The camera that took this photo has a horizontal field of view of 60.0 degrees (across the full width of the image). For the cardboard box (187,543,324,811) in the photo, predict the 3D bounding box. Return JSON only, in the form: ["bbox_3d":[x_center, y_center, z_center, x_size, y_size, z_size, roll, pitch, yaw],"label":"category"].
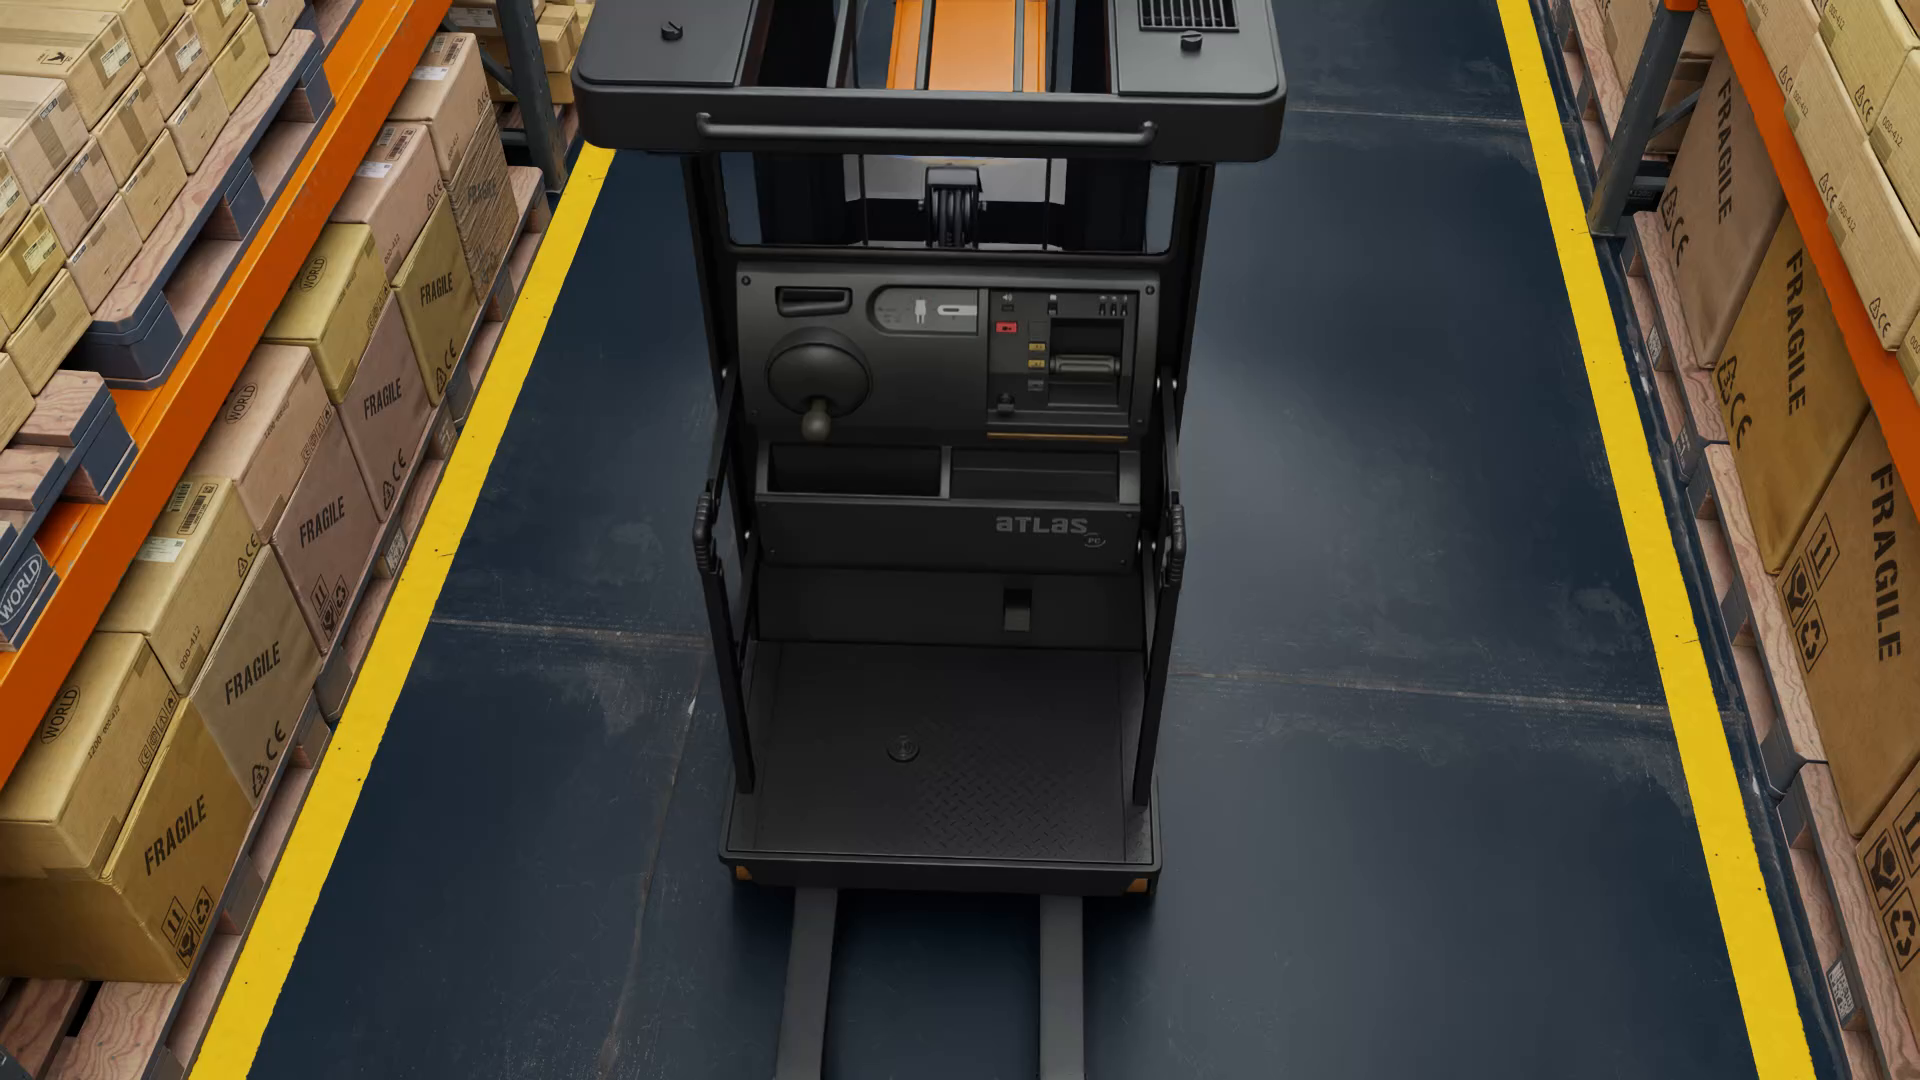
[{"bbox_3d":[-2.050,0.338,4.317,0.500,0.500,0.500,4,48,4],"label":"cardboard box"}]

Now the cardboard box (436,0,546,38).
[{"bbox_3d":[-1.809,-2.050,6.337,0.380,0.149,0.250,6,48,5],"label":"cardboard box"}]

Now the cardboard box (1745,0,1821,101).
[{"bbox_3d":[2.543,-1.436,4.632,0.500,0.250,0.500,3,48,3],"label":"cardboard box"}]

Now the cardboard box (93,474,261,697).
[{"bbox_3d":[-2.061,0.094,4.032,0.500,0.250,0.500,3,48,3],"label":"cardboard box"}]

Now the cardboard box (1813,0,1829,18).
[{"bbox_3d":[2.552,-1.601,4.444,0.500,0.250,0.500,5,48,4],"label":"cardboard box"}]

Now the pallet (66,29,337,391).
[{"bbox_3d":[-2.272,-0.884,4.156,1.003,0.211,1.213,4,48,4],"label":"pallet"}]

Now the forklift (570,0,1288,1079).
[{"bbox_3d":[-0.034,-0.310,3.548,1.130,2.935,3.031,2,48,1],"label":"forklift"}]

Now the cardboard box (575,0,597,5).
[{"bbox_3d":[-1.698,-2.238,6.912,0.380,0.149,0.250,4,48,3],"label":"cardboard box"}]

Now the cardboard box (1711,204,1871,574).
[{"bbox_3d":[2.841,-0.472,4.804,0.875,0.875,0.875,5,48,5],"label":"cardboard box"}]

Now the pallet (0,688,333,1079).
[{"bbox_3d":[-2.338,0.876,4.306,1.003,0.211,1.213,4,48,4],"label":"pallet"}]

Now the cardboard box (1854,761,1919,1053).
[{"bbox_3d":[2.673,0.841,3.604,0.875,0.875,0.875,3,48,3],"label":"cardboard box"}]

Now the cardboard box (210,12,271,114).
[{"bbox_3d":[-2.001,-1.225,4.223,0.380,0.149,0.250,6,48,5],"label":"cardboard box"}]

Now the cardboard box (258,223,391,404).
[{"bbox_3d":[-1.957,-0.651,4.714,0.500,0.250,0.500,2,48,2],"label":"cardboard box"}]

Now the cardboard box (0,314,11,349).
[{"bbox_3d":[-2.123,-0.386,3.255,0.380,0.149,0.250,3,48,2],"label":"cardboard box"}]

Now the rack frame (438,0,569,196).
[{"bbox_3d":[-2.047,-2.431,5.440,1.000,3.000,0.127,4,48,4],"label":"rack frame"}]

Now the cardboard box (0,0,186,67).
[{"bbox_3d":[-2.031,-1.225,3.820,0.380,0.149,0.250,3,48,3],"label":"cardboard box"}]

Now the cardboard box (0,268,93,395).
[{"bbox_3d":[-2.098,-0.457,3.521,0.380,0.149,0.250,6,48,5],"label":"cardboard box"}]

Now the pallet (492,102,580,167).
[{"bbox_3d":[-2.021,-1.986,6.923,1.003,0.211,1.213,4,48,4],"label":"pallet"}]

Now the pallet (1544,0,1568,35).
[{"bbox_3d":[3.148,-2.683,7.561,1.003,0.211,1.213,4,48,4],"label":"pallet"}]

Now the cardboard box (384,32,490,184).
[{"bbox_3d":[-1.863,-1.418,5.415,0.500,0.250,0.500,3,48,2],"label":"cardboard box"}]

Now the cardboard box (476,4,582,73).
[{"bbox_3d":[-1.695,-1.956,6.452,0.380,0.149,0.250,6,48,5],"label":"cardboard box"}]

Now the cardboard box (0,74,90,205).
[{"bbox_3d":[-2.080,-0.847,3.474,0.380,0.149,0.250,6,48,5],"label":"cardboard box"}]

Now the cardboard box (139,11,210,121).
[{"bbox_3d":[-2.031,-1.135,3.940,0.380,0.149,0.250,5,48,5],"label":"cardboard box"}]

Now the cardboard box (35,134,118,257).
[{"bbox_3d":[-2.077,-0.755,3.592,0.380,0.149,0.250,4,48,4],"label":"cardboard box"}]

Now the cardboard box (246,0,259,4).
[{"bbox_3d":[-1.980,-1.514,4.286,0.380,0.149,0.250,2,48,2],"label":"cardboard box"}]

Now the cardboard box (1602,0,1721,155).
[{"bbox_3d":[3.056,-1.903,6.410,0.875,0.438,0.875,3,48,3],"label":"cardboard box"}]

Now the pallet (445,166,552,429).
[{"bbox_3d":[-2.116,-0.917,5.946,1.003,0.211,1.213,4,48,4],"label":"pallet"}]

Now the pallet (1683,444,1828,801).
[{"bbox_3d":[2.788,0.240,4.887,1.003,0.211,1.213,4,48,4],"label":"pallet"}]

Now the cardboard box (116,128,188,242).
[{"bbox_3d":[-2.051,-0.838,3.869,0.380,0.149,0.250,4,48,4],"label":"cardboard box"}]

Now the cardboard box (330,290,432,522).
[{"bbox_3d":[-1.961,-0.414,5.006,0.500,0.500,0.500,3,48,3],"label":"cardboard box"}]

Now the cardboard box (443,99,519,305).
[{"bbox_3d":[-1.863,-1.168,5.695,0.500,0.500,0.500,3,48,3],"label":"cardboard box"}]

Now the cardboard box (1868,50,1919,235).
[{"bbox_3d":[2.435,-0.860,3.767,0.500,0.250,0.500,3,48,2],"label":"cardboard box"}]

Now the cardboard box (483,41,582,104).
[{"bbox_3d":[-1.694,-1.856,6.562,0.380,0.149,0.250,2,48,2],"label":"cardboard box"}]

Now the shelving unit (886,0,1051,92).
[{"bbox_3d":[0.022,-1.216,5.599,0.538,1.125,1.048,2,48,1],"label":"shelving unit"}]

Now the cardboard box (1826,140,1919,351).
[{"bbox_3d":[2.426,-0.693,3.953,0.500,0.250,0.500,3,48,3],"label":"cardboard box"}]
